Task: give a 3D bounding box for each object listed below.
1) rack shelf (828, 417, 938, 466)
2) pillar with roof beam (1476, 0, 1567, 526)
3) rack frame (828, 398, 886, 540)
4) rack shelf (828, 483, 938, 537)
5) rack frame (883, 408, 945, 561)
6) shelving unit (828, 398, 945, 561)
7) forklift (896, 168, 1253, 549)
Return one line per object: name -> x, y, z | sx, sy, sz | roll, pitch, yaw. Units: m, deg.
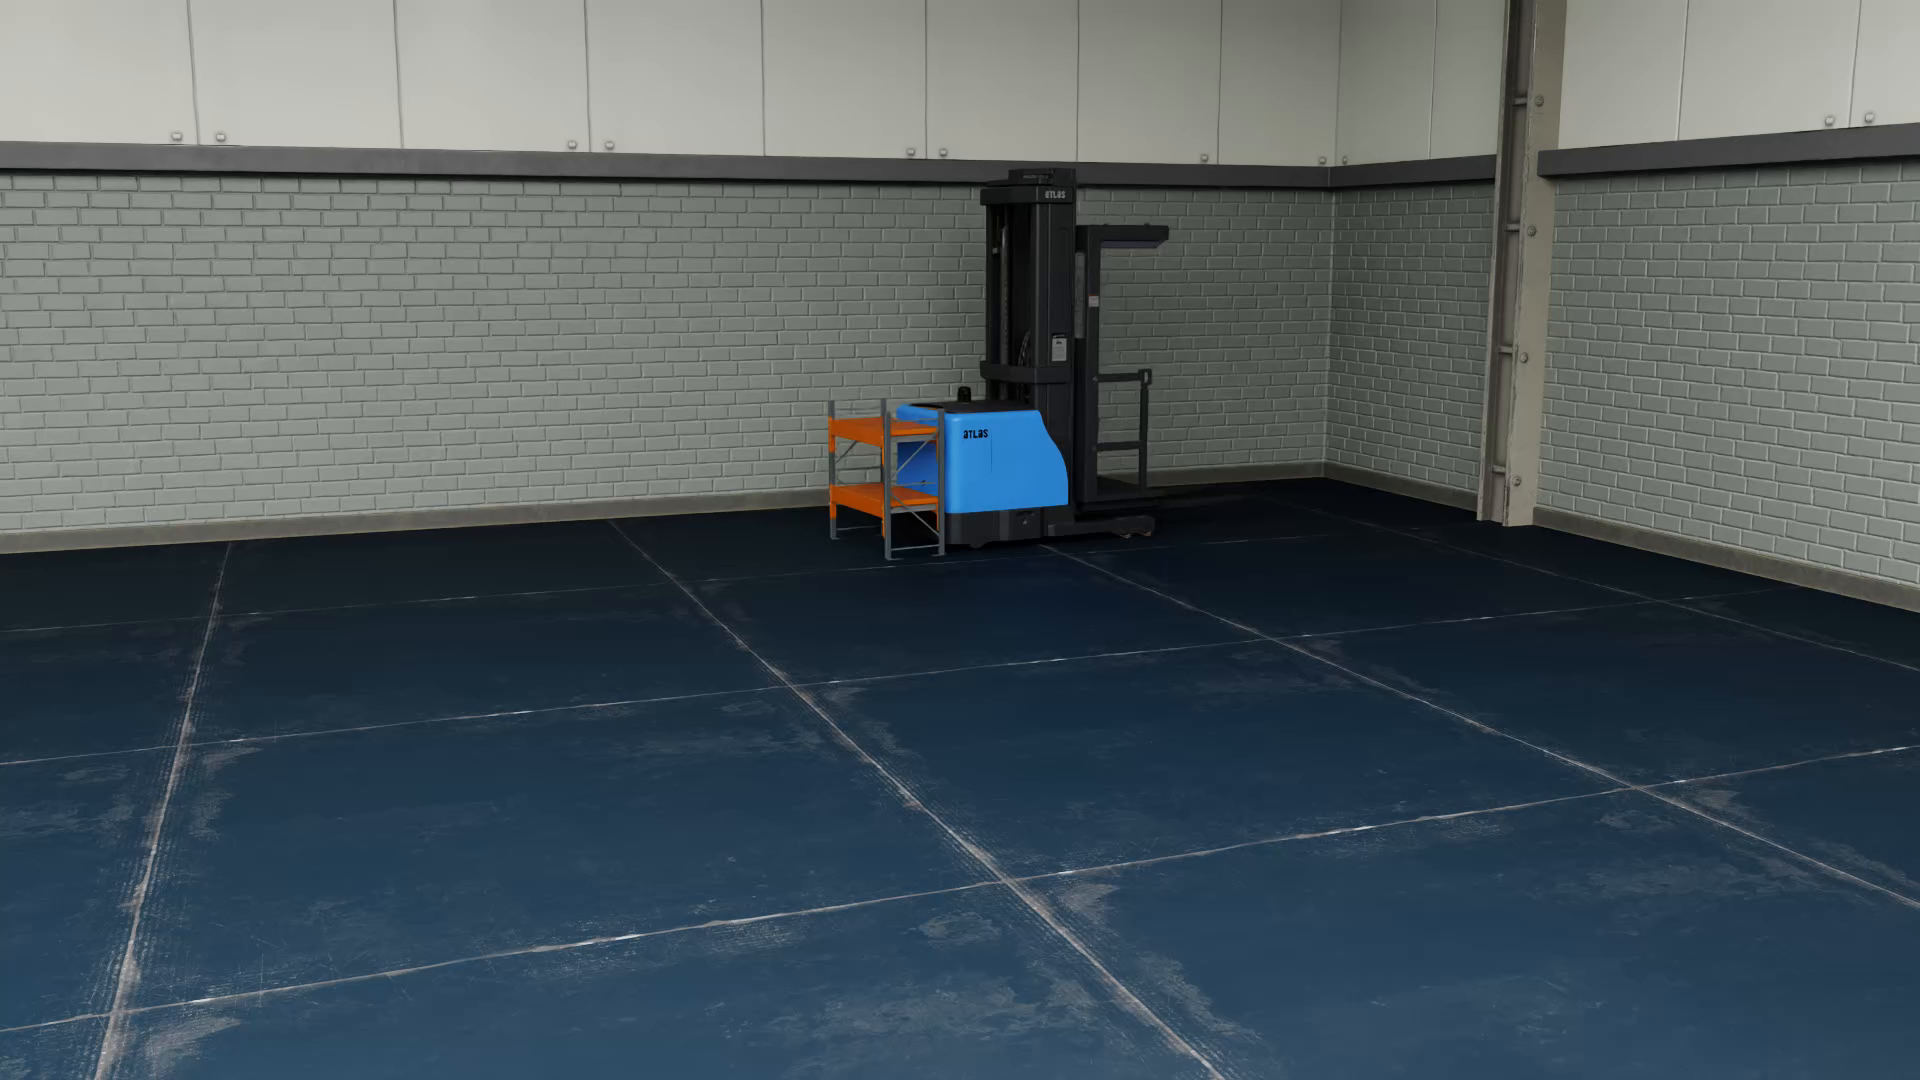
rack shelf -> -0.585, -0.786, 12.958 | 0.538, 0.278, 1.000 | -5, 11, -28
pillar with roof beam -> 0.679, -4.313, 11.974 | 9.100, 9.000, 0.400 | -4, 11, -21
rack frame -> -0.825, -0.577, 13.450 | 0.500, 1.125, 0.032 | -5, 11, -28
rack shelf -> -0.585, -0.257, 13.052 | 0.538, 0.278, 1.000 | -5, 11, -28
rack frame -> -0.344, -0.420, 12.568 | 0.500, 1.125, 0.032 | -5, 11, -28
shelving unit -> -0.585, -0.498, 13.009 | 0.538, 1.125, 1.048 | -5, 11, -28
forklift -> 1.025, -1.533, 13.671 | 3.031, 2.935, 1.130 | -5, 11, -27
